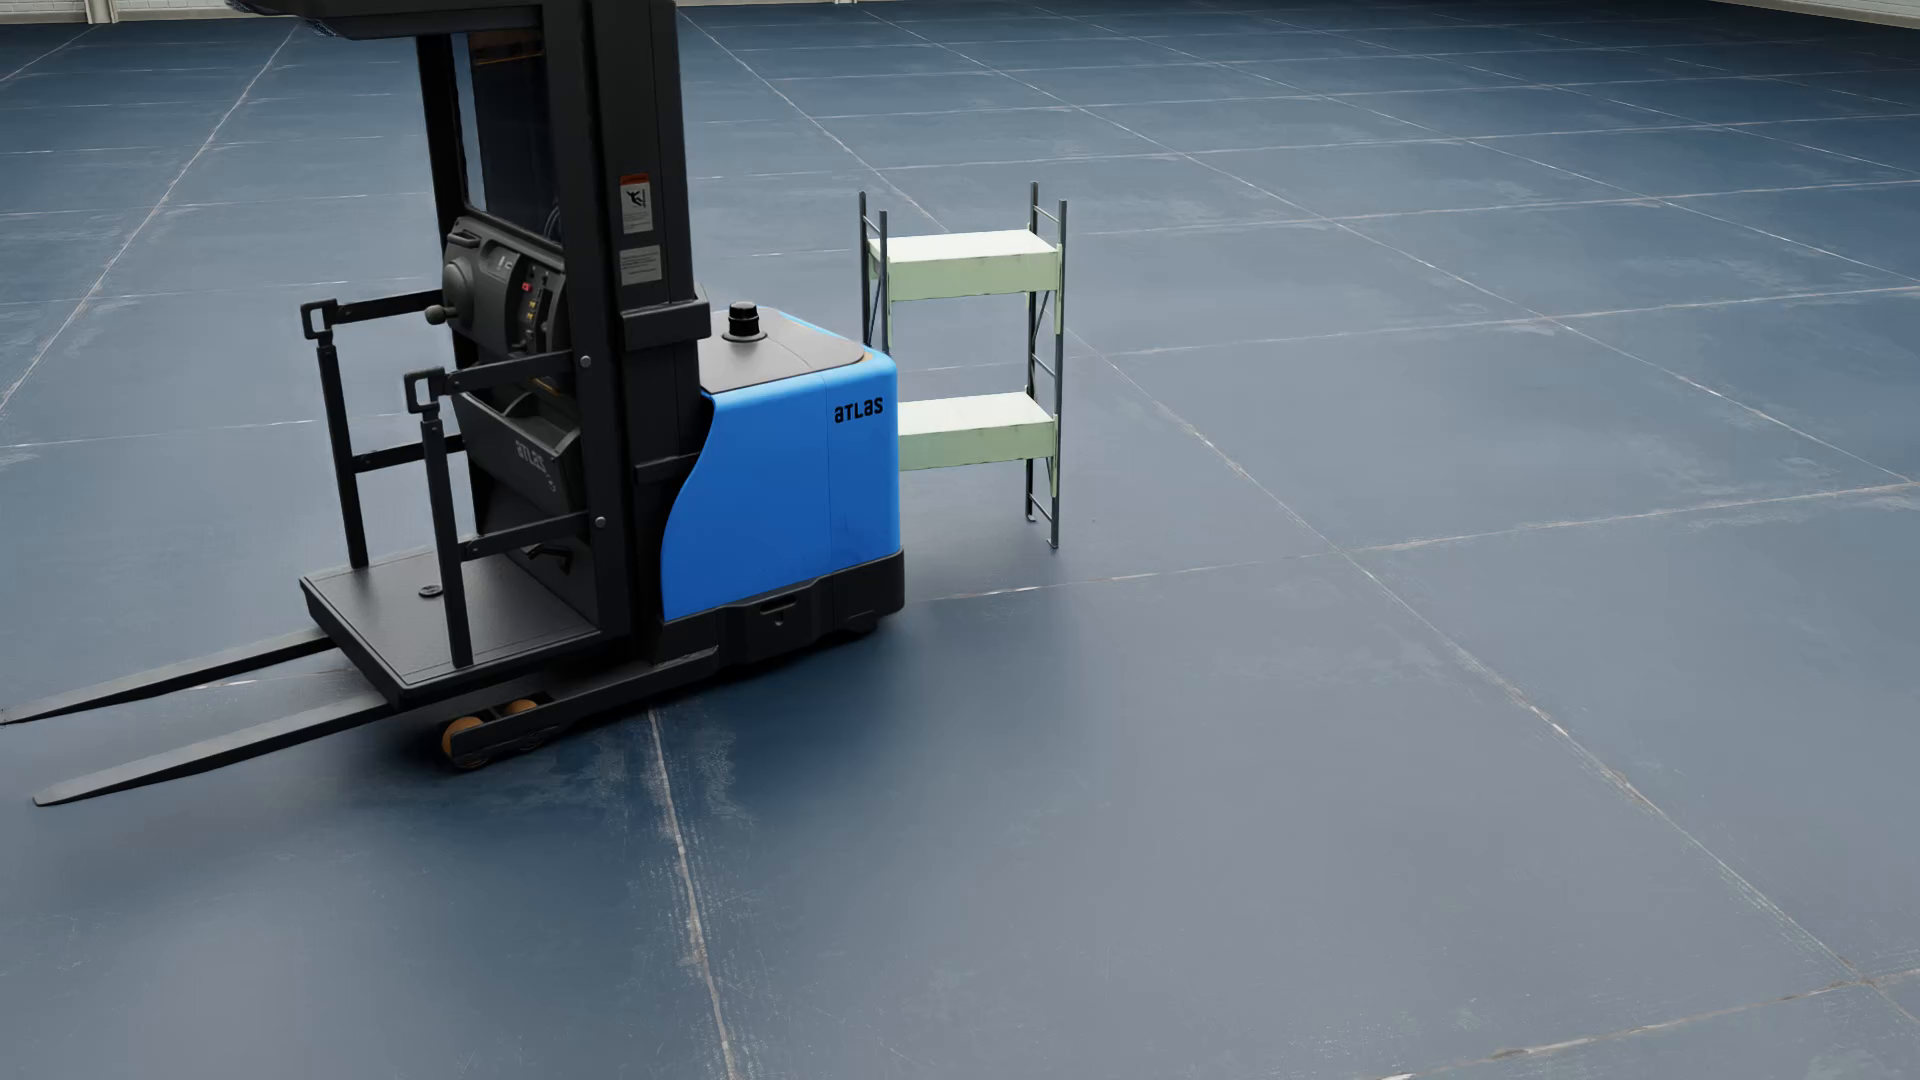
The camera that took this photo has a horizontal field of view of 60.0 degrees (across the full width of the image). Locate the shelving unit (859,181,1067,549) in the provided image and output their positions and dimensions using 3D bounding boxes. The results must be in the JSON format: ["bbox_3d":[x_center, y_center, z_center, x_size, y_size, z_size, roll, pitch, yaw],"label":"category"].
[{"bbox_3d":[0.006,-0.690,6.956,0.755,1.500,0.431,-6,24,-14],"label":"shelving unit"}]

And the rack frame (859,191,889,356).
[{"bbox_3d":[-0.346,-0.651,6.865,0.023,1.500,0.400,-6,24,-14],"label":"rack frame"}]

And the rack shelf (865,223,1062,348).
[{"bbox_3d":[0.006,-1.049,6.802,0.720,0.370,0.431,-6,24,-14],"label":"rack shelf"}]

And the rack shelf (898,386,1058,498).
[{"bbox_3d":[0.006,-0.390,7.084,0.720,0.370,0.431,-6,24,-14],"label":"rack shelf"}]

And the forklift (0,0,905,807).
[{"bbox_3d":[-1.697,-0.828,5.463,3.031,2.935,1.130,-17,28,-34],"label":"forklift"}]

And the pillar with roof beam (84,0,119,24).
[{"bbox_3d":[-12.437,-10.725,20.832,0.400,9.000,9.100,-6,24,-14],"label":"pillar with roof beam"}]

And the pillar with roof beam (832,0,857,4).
[{"bbox_3d":[-0.883,-12.003,23.811,0.400,9.000,9.100,-6,24,-14],"label":"pillar with roof beam"}]

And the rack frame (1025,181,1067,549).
[{"bbox_3d":[0.359,-0.729,7.047,0.023,1.500,0.400,-6,24,-14],"label":"rack frame"}]
